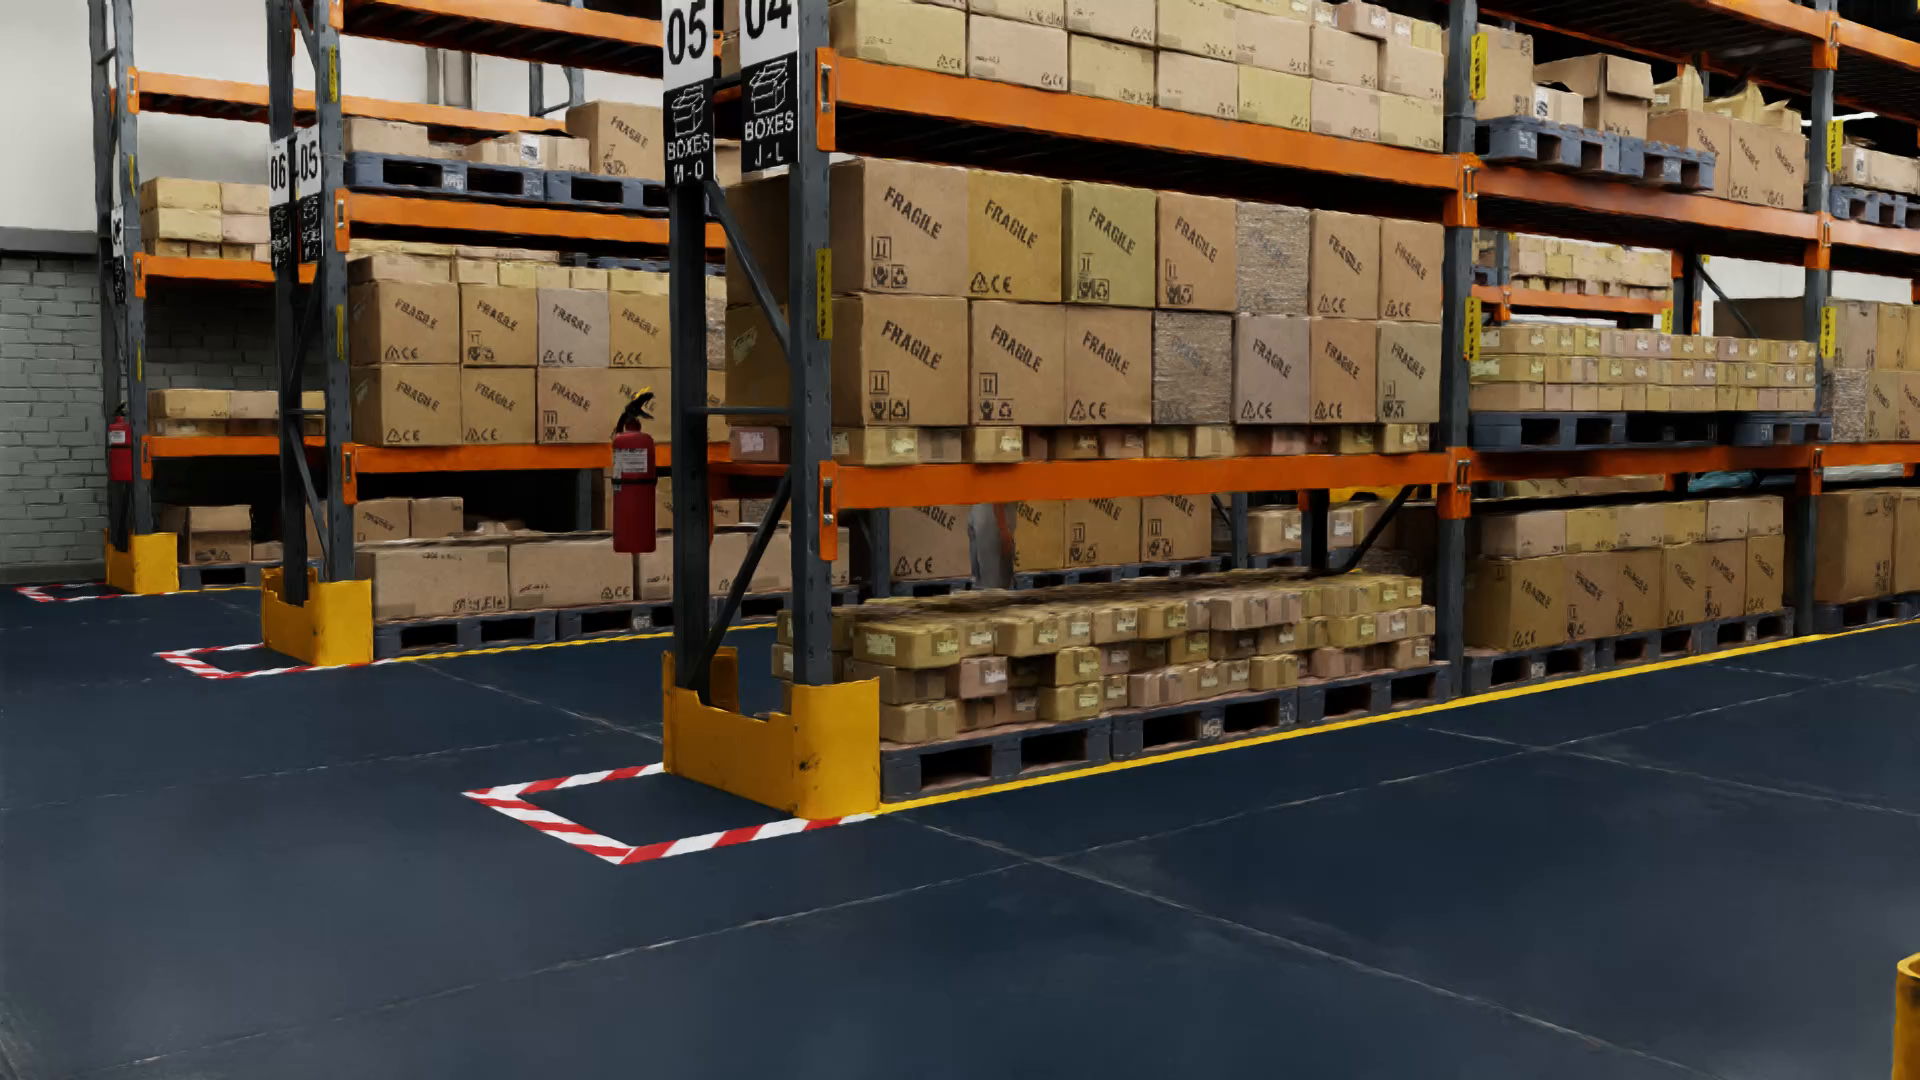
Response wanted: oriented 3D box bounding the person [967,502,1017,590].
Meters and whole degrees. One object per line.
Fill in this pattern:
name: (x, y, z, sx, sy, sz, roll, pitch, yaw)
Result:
person: (0.184, -0.059, 9.313, 0.397, 1.669, 0.465, -1, 4, -12)
